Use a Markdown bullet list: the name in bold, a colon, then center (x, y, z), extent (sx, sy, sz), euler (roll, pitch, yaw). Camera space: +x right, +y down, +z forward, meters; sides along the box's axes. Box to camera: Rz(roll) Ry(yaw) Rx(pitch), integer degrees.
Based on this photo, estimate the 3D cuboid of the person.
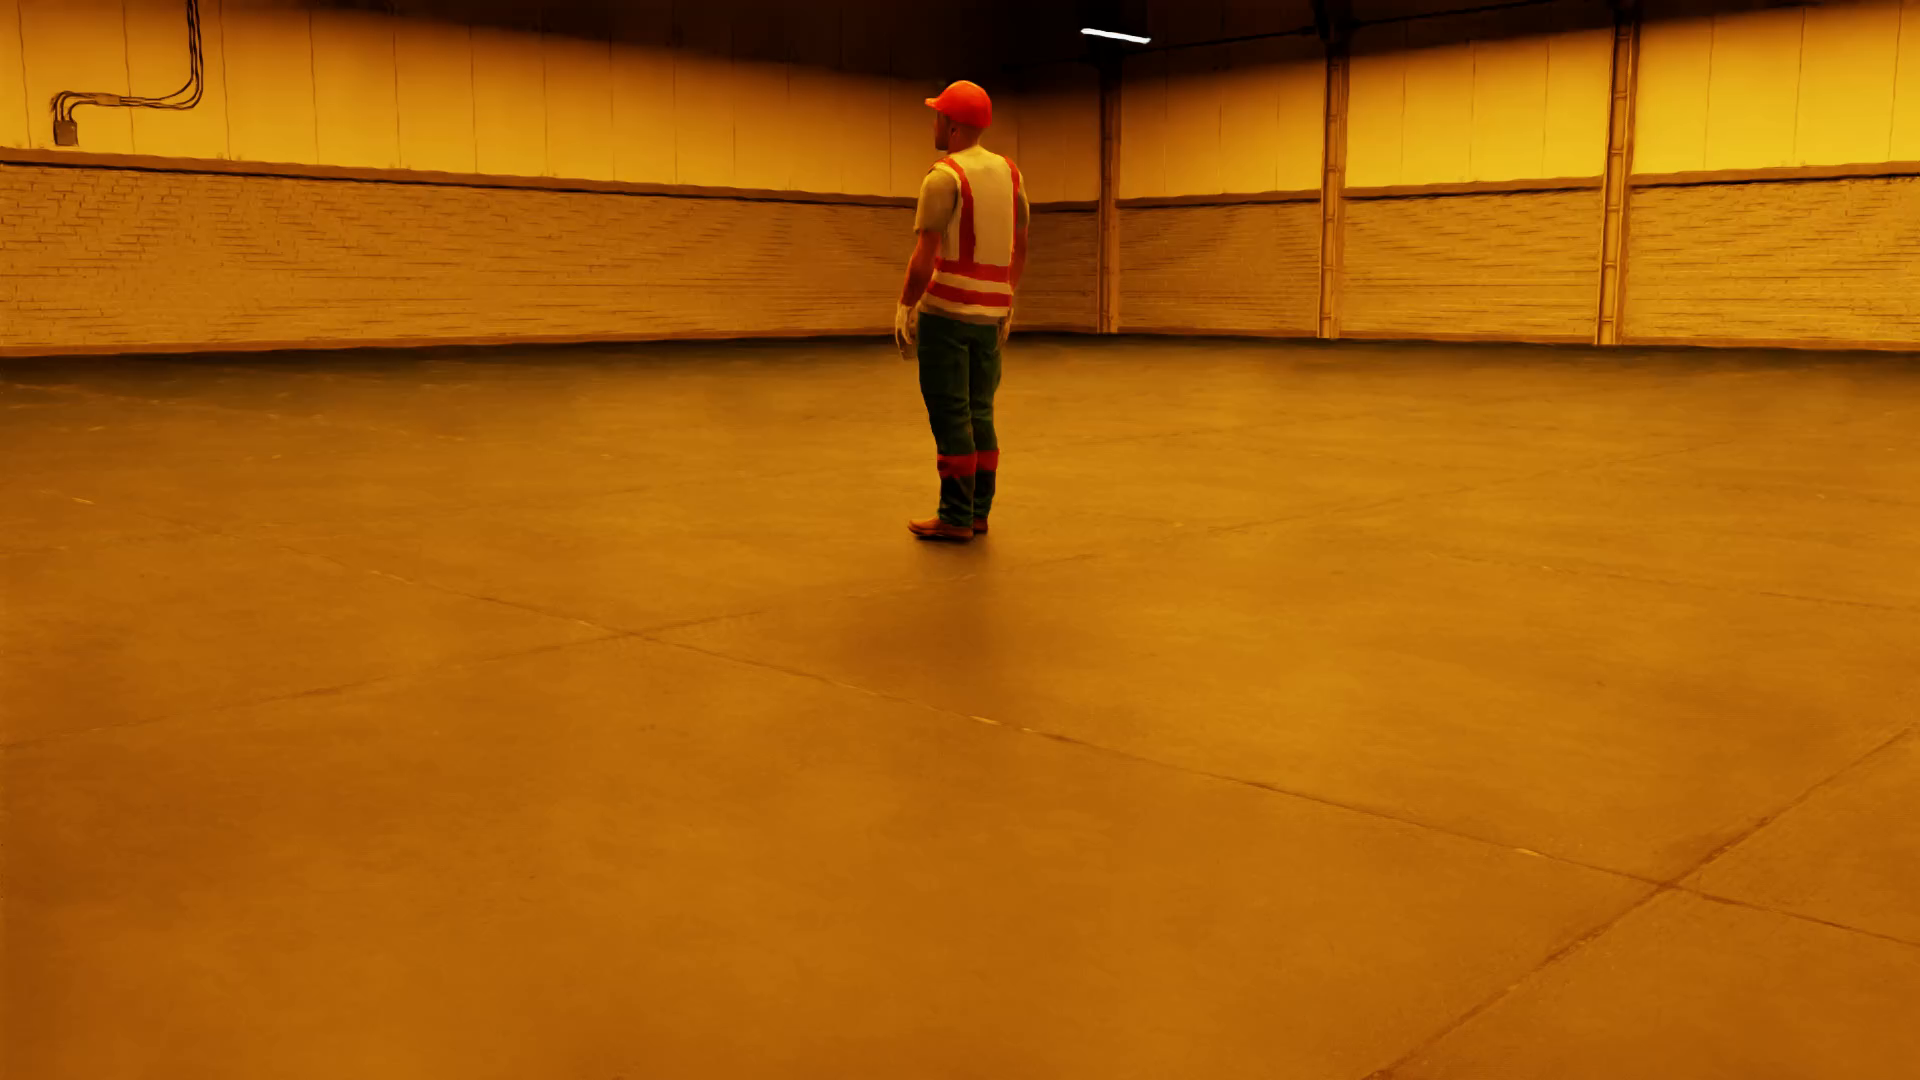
- **person**: center (-0.050, -0.901, 6.646), extent (0.563, 1.787, 0.637), euler (8, 12, 43)
